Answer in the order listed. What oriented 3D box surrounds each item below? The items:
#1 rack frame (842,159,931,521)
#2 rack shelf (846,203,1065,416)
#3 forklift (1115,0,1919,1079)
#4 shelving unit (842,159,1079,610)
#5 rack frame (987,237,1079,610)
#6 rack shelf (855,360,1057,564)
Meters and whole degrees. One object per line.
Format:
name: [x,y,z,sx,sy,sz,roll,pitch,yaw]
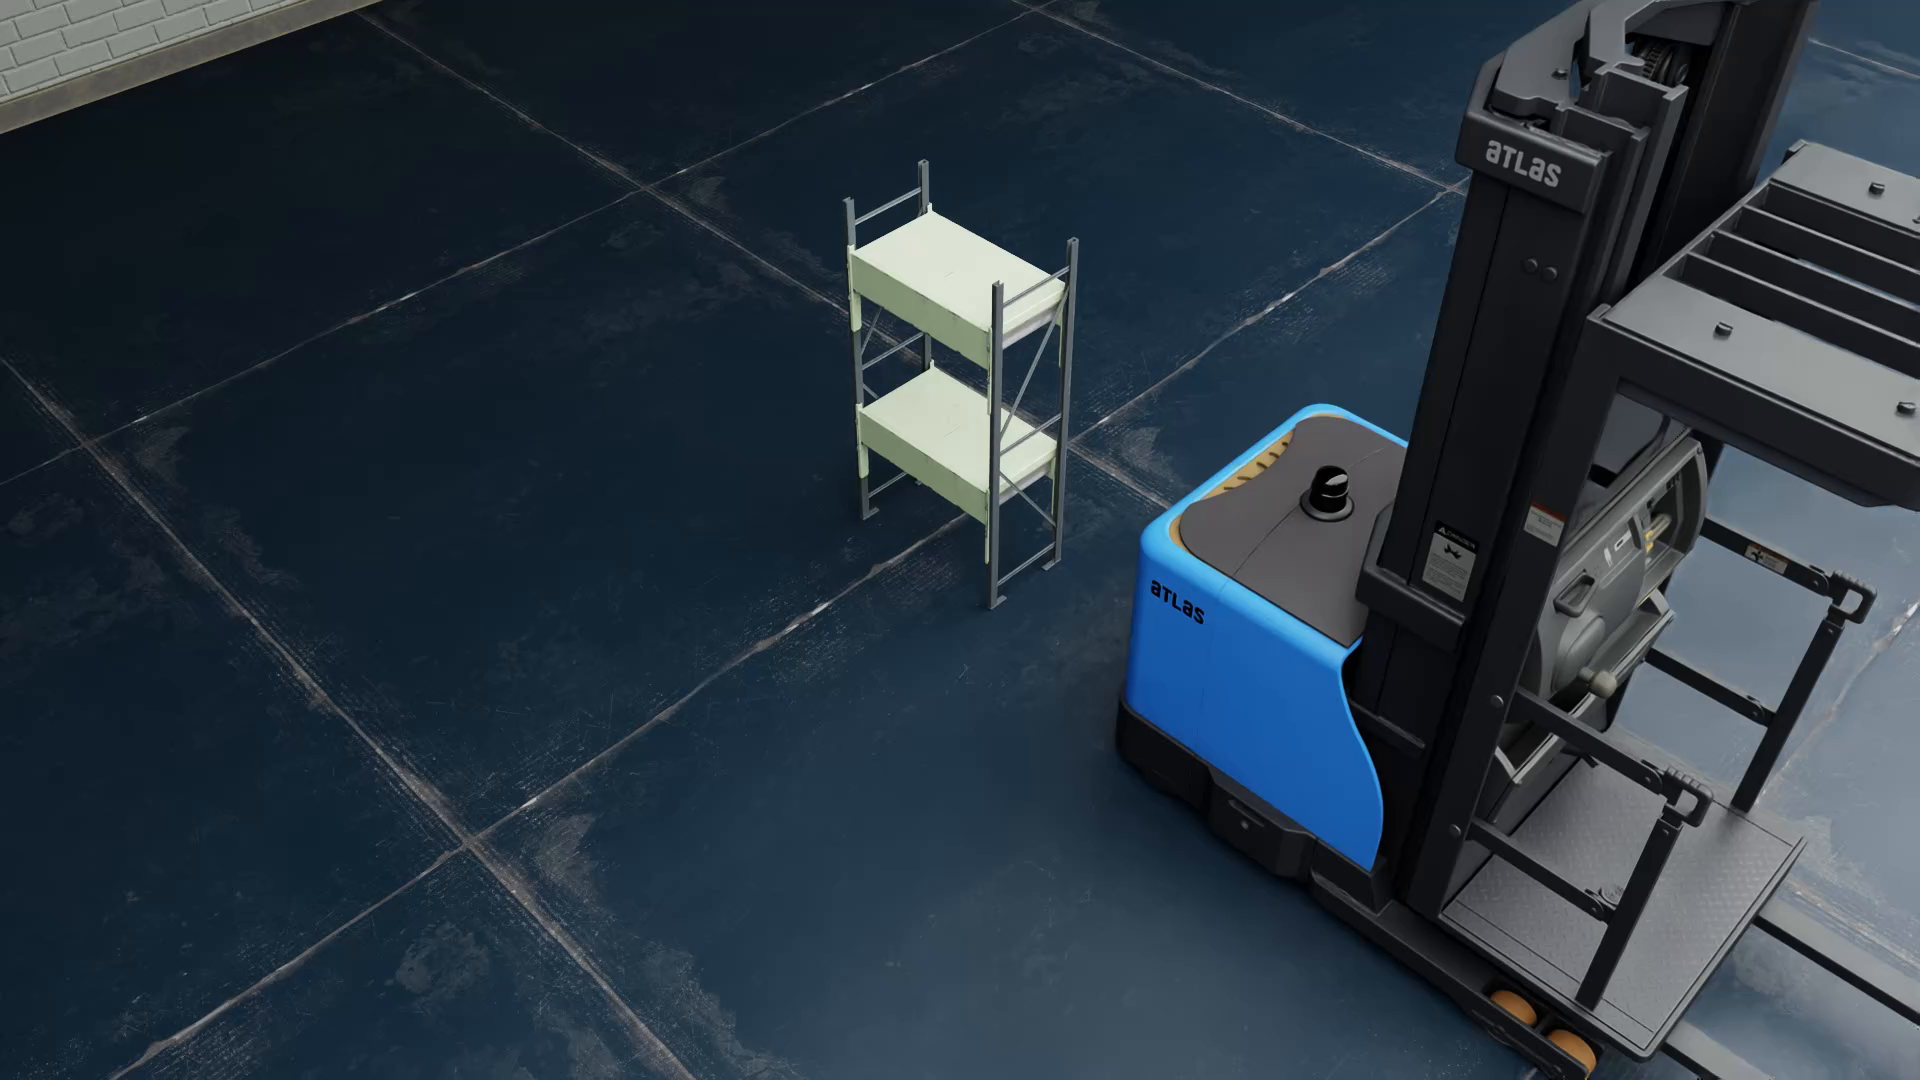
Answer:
rack frame: [-0.263,-0.730,6.435,0.400,1.500,0.023,-34,53,-31]
rack shelf: [-0.005,-0.841,5.980,0.431,0.370,0.720,-34,53,-31]
forklift: [1.956,0.151,4.427,3.031,2.935,1.130,33,52,31]
shelving unit: [-0.005,-0.554,6.244,0.431,1.500,0.755,-34,53,-31]
rack frame: [0.254,-0.378,6.054,0.400,1.500,0.023,-34,53,-31]
rack shelf: [-0.005,-0.315,6.466,0.431,0.370,0.720,-34,53,-31]
